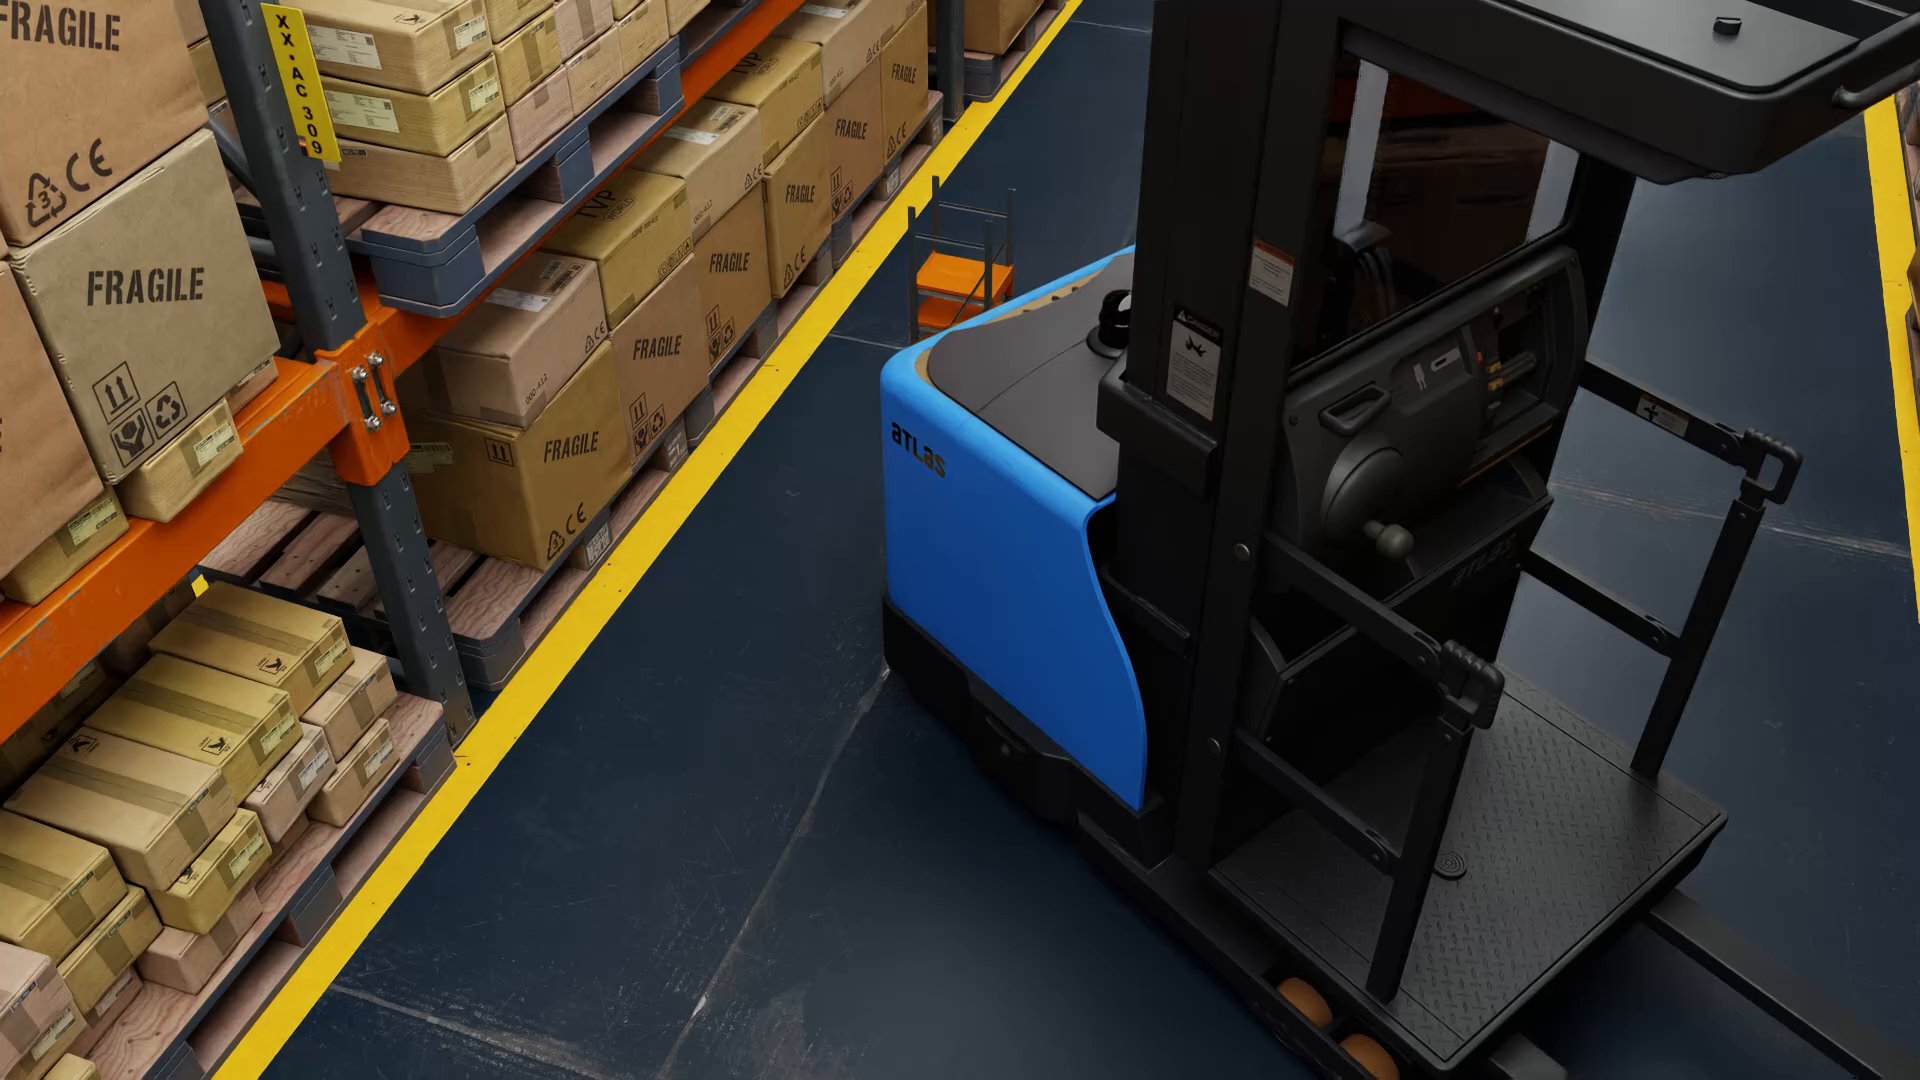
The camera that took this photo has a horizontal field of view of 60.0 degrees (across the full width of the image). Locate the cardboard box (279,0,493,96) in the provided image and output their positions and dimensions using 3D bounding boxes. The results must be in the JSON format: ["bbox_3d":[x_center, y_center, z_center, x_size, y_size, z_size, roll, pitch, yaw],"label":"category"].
[{"bbox_3d":[-1.272,-1.131,3.676,0.380,0.149,0.250,15,43,17],"label":"cardboard box"}]

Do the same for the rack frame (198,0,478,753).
[{"bbox_3d":[-1.839,-0.703,3.762,1.000,3.000,0.127,13,42,15],"label":"rack frame"}]

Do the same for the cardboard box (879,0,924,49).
[{"bbox_3d":[-0.459,-2.161,6.496,0.500,0.250,0.500,12,42,14],"label":"cardboard box"}]

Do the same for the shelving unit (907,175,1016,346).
[{"bbox_3d":[0.005,-0.465,4.871,0.258,1.200,0.189,13,42,15],"label":"shelving unit"}]

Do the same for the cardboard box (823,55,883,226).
[{"bbox_3d":[-0.632,-1.576,6.388,0.500,0.500,0.500,15,43,17],"label":"cardboard box"}]

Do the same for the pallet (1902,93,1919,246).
[{"bbox_3d":[4.424,-1.395,6.723,1.003,0.211,1.213,13,42,15],"label":"pallet"}]

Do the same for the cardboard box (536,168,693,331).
[{"bbox_3d":[-1.158,-0.914,5.035,0.500,0.250,0.500,14,43,16],"label":"cardboard box"}]

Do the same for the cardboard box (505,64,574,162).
[{"bbox_3d":[-1.183,-1.075,4.069,0.380,0.149,0.250,14,42,16],"label":"cardboard box"}]

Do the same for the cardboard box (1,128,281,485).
[{"bbox_3d":[-1.739,-0.496,3.214,0.500,0.500,0.500,13,42,15],"label":"cardboard box"}]

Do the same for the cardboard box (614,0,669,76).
[{"bbox_3d":[-1.007,-1.380,4.426,0.380,0.149,0.250,14,42,16],"label":"cardboard box"}]

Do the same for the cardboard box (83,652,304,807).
[{"bbox_3d":[-1.766,0.435,3.843,0.380,0.149,0.250,14,42,16],"label":"cardboard box"}]

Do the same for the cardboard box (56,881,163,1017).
[{"bbox_3d":[-1.982,0.838,3.600,0.380,0.149,0.250,14,42,15],"label":"cardboard box"}]

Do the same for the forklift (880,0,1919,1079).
[{"bbox_3d":[1.110,-0.208,3.236,1.130,2.935,3.031,-28,48,-29],"label":"forklift"}]

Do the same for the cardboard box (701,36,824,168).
[{"bbox_3d":[-0.810,-1.544,5.773,0.500,0.250,0.500,14,42,16],"label":"cardboard box"}]

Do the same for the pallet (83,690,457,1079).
[{"bbox_3d":[-2.035,0.776,4.178,1.003,0.211,1.213,13,42,15],"label":"pallet"}]

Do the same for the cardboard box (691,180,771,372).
[{"bbox_3d":[-0.991,-0.949,5.653,0.500,0.500,0.500,14,42,16],"label":"cardboard box"}]

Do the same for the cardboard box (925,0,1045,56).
[{"bbox_3d":[-0.178,-2.798,7.628,1.050,0.750,0.750,13,42,14],"label":"cardboard box"}]

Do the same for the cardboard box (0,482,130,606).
[{"bbox_3d":[-1.850,-0.050,3.191,0.380,0.149,0.250,15,43,17],"label":"cardboard box"}]

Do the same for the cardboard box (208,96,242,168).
[{"bbox_3d":[-1.889,-1.053,4.043,0.380,0.149,0.250,12,42,14],"label":"cardboard box"}]

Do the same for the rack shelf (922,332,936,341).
[{"bbox_3d":[0.005,-0.523,4.822,0.258,0.103,0.180,13,42,15],"label":"rack shelf"}]

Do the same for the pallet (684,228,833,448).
[{"bbox_3d":[-1.159,-0.864,6.099,1.003,0.211,1.213,13,42,15],"label":"pallet"}]

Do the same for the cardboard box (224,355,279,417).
[{"bbox_3d":[-1.717,-0.381,3.579,0.380,0.149,0.250,13,42,15],"label":"cardboard box"}]

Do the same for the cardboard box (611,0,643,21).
[{"bbox_3d":[-1.009,-1.493,4.329,0.380,0.149,0.250,12,42,13],"label":"cardboard box"}]

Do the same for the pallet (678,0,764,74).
[{"bbox_3d":[-1.110,-1.853,5.258,1.003,0.211,1.213,13,42,15],"label":"pallet"}]

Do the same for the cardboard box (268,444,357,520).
[{"bbox_3d":[-1.823,-0.419,5.032,0.500,0.500,0.500,13,42,14],"label":"cardboard box"}]

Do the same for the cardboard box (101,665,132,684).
[{"bbox_3d":[-2.264,0.259,4.279,0.380,0.149,0.250,15,43,17],"label":"cardboard box"}]

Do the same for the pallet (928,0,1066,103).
[{"bbox_3d":[-0.131,-2.546,8.071,1.003,0.211,1.213,13,42,15],"label":"pallet"}]

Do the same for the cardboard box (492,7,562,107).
[{"bbox_3d":[-1.185,-1.177,3.959,0.380,0.149,0.250,13,42,14],"label":"cardboard box"}]

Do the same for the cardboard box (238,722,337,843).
[{"bbox_3d":[-1.729,0.540,3.950,0.380,0.149,0.250,11,42,13],"label":"cardboard box"}]

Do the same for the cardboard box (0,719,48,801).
[{"bbox_3d":[-2.342,0.480,3.791,0.380,0.149,0.250,13,42,14],"label":"cardboard box"}]

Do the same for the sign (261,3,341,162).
[{"bbox_3d":[-1.326,-0.916,3.346,0.100,0.325,0.005,13,42,15],"label":"sign"}]

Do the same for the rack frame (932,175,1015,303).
[{"bbox_3d":[0.036,-0.521,4.936,0.240,1.200,0.006,13,42,15],"label":"rack frame"}]

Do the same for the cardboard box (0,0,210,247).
[{"bbox_3d":[-1.746,-0.887,2.902,0.500,0.500,0.500,12,42,14],"label":"cardboard box"}]

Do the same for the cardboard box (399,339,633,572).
[{"bbox_3d":[-1.337,-0.303,4.897,0.500,0.500,0.500,15,43,17],"label":"cardboard box"}]

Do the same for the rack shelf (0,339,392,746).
[{"bbox_3d":[-2.523,0.791,2.566,1.077,0.370,4.000,13,42,15],"label":"rack shelf"}]

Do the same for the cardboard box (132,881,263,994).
[{"bbox_3d":[-1.850,0.852,3.813,0.380,0.149,0.250,12,42,14],"label":"cardboard box"}]

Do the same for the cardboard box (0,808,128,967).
[{"bbox_3d":[-2.007,0.730,3.498,0.380,0.149,0.250,15,43,16],"label":"cardboard box"}]

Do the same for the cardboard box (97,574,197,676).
[{"bbox_3d":[-2.152,0.160,4.166,0.380,0.149,0.250,15,43,17],"label":"cardboard box"}]

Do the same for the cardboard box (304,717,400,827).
[{"bbox_3d":[-1.653,0.537,4.182,0.380,0.149,0.250,14,42,16],"label":"cardboard box"}]

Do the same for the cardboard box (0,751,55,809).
[{"bbox_3d":[-2.315,0.590,3.891,0.380,0.149,0.250,13,42,15],"label":"cardboard box"}]

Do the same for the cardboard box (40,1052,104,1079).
[{"bbox_3d":[-2.007,1.168,3.442,0.380,0.149,0.250,13,42,15],"label":"cardboard box"}]
